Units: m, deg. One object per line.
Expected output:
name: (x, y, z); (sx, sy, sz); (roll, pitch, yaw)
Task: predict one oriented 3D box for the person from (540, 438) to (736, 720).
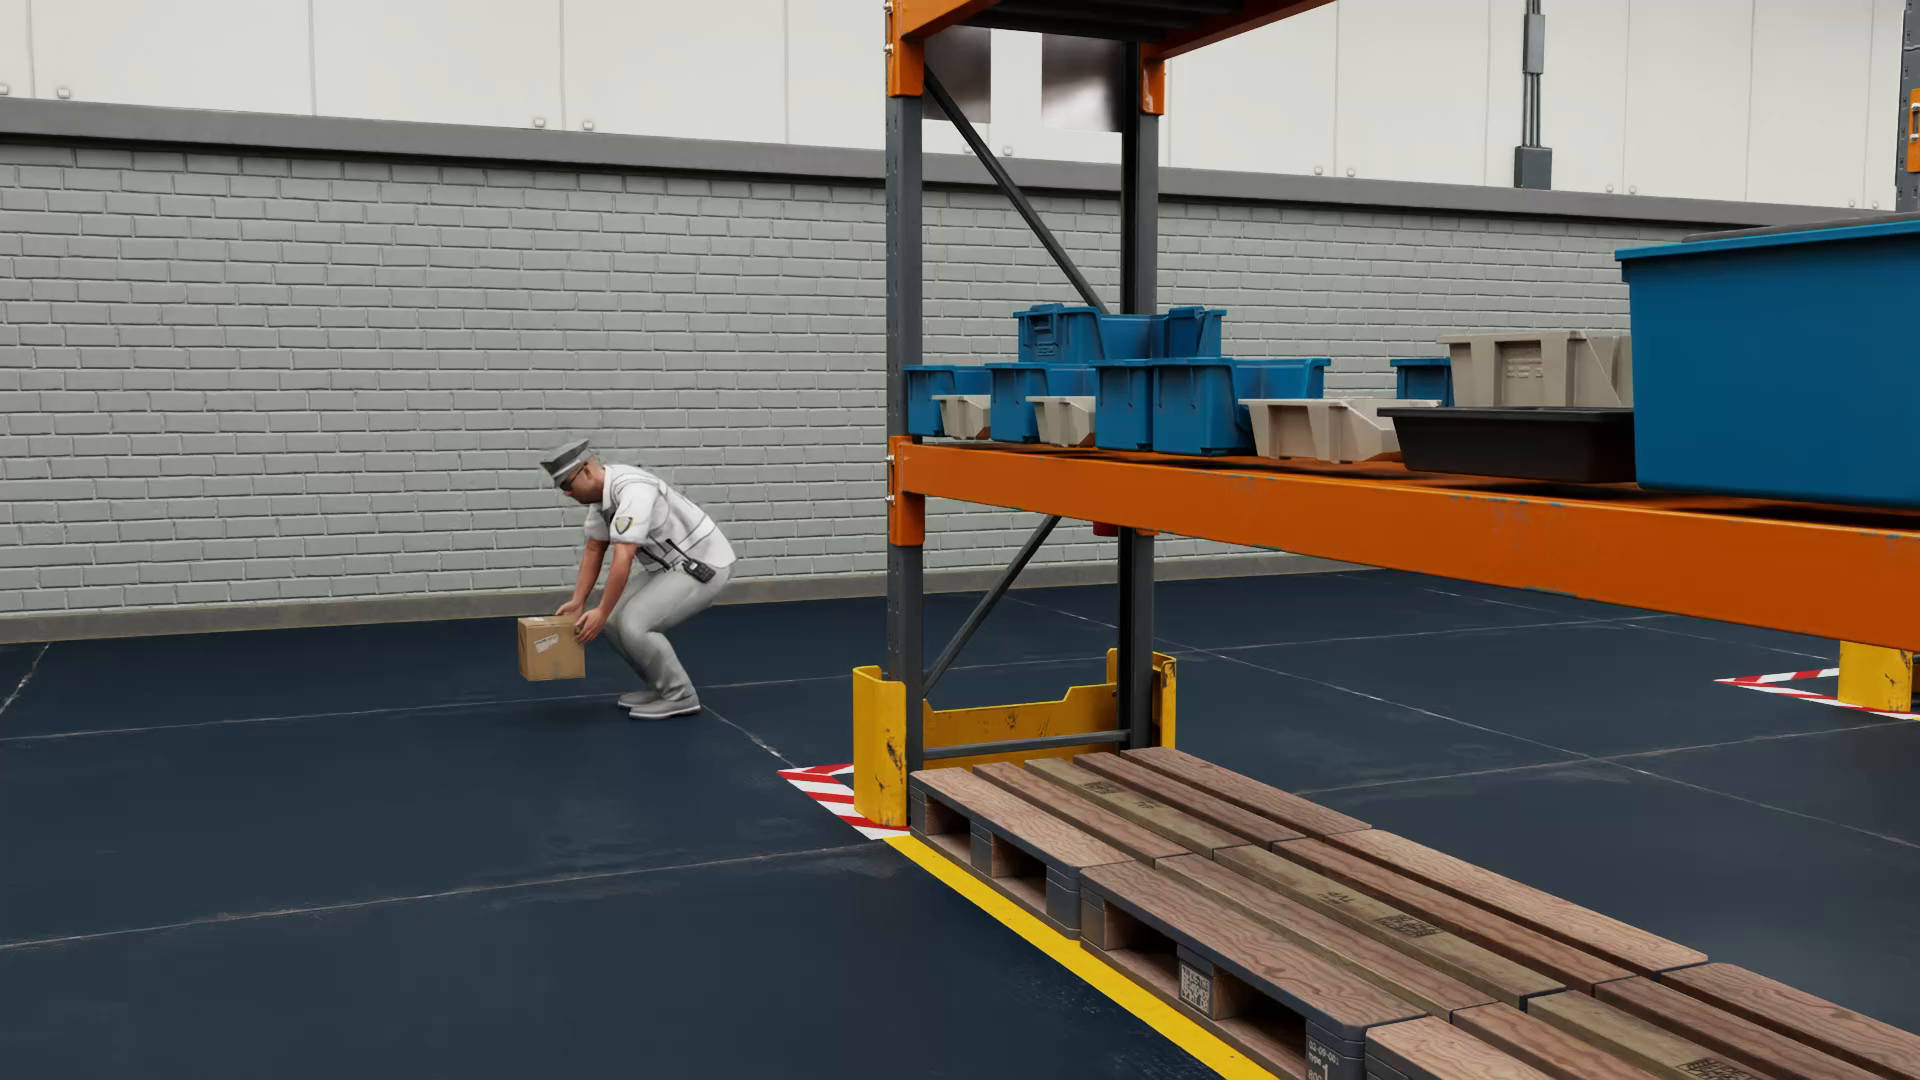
person: (-1.454, 0.168, 7.550); (0.873, 1.268, 0.584); (-2, 6, -24)
